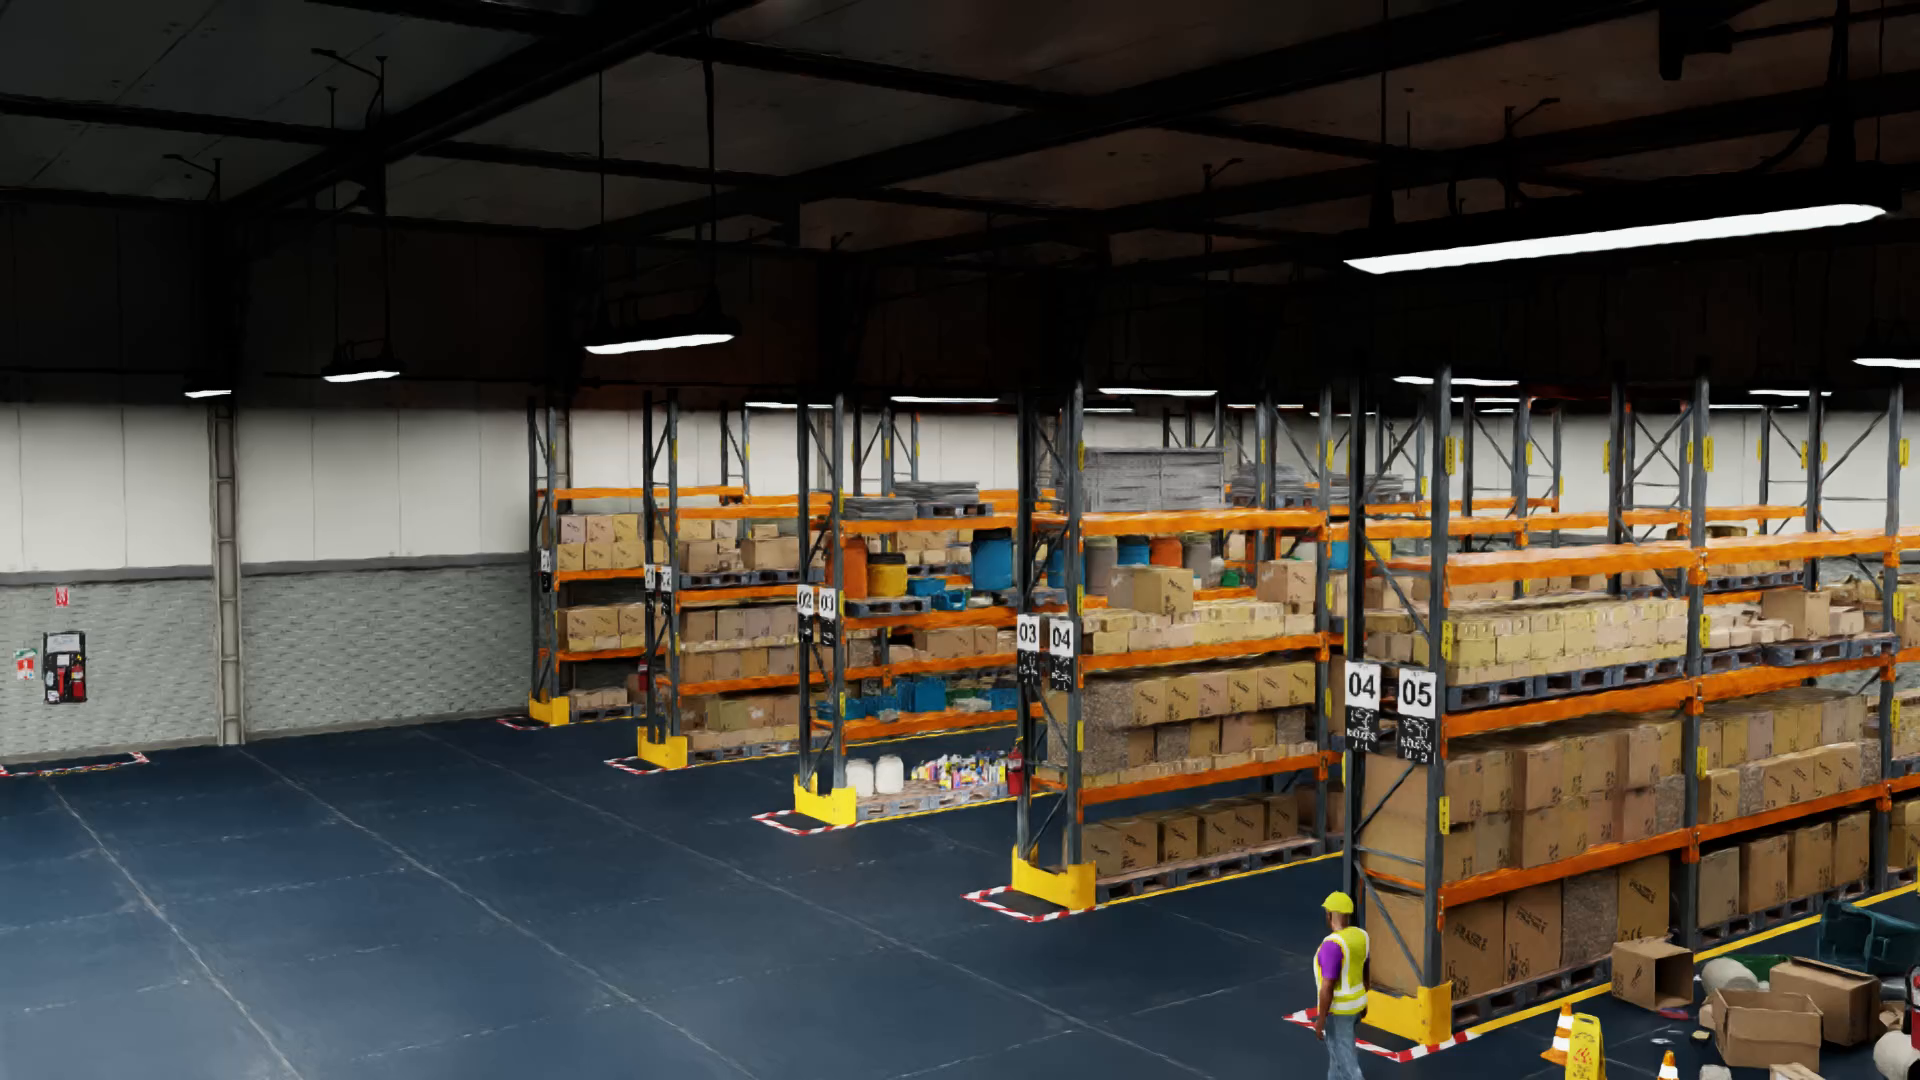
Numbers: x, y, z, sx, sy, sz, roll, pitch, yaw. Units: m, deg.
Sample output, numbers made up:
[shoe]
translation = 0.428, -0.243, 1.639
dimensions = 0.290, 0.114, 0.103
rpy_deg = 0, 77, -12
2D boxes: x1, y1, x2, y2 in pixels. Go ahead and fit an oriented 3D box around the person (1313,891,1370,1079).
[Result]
[person]
translation = 2.866, 3.538, 12.613
dimensions = 0.627, 1.767, 0.689
rpy_deg = 3, 4, 37
